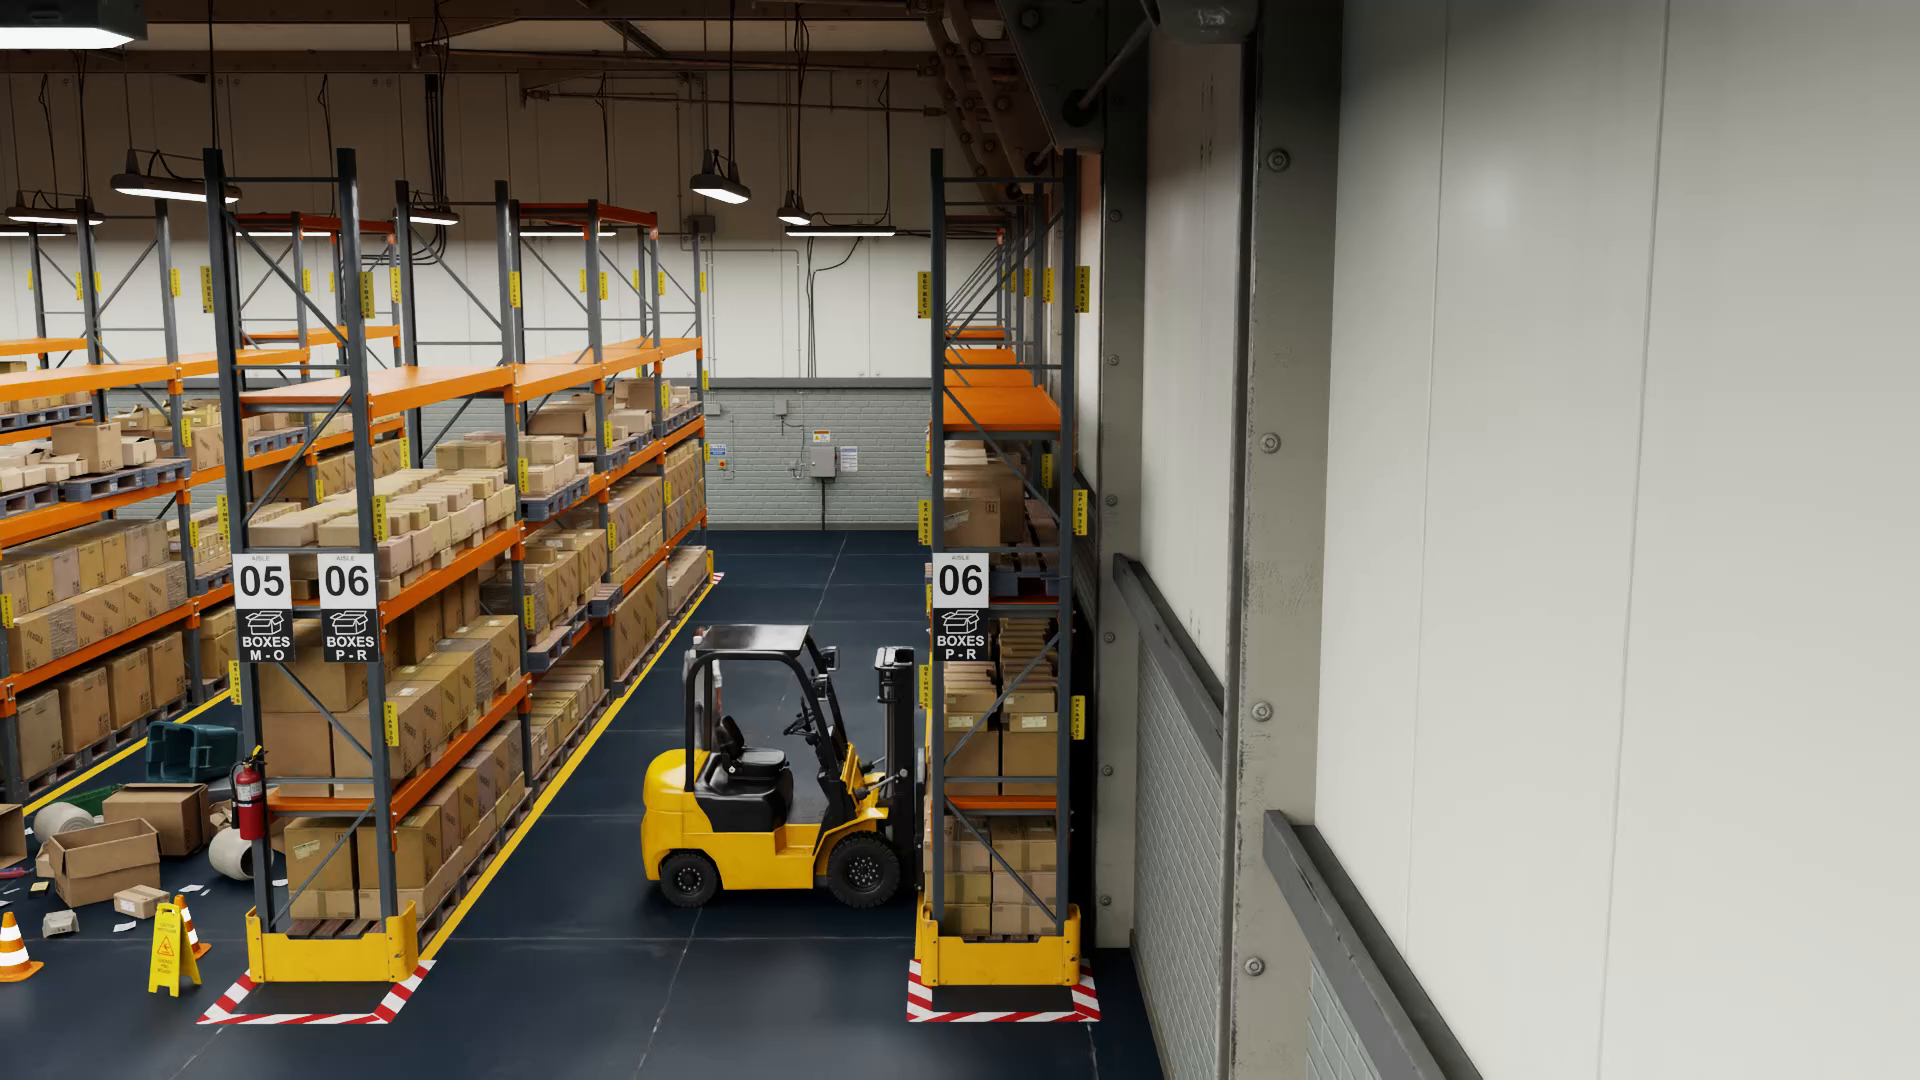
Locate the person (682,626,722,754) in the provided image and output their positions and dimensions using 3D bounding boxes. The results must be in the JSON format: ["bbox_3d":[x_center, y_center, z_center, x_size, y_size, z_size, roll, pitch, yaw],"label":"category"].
[{"bbox_3d":[-2.653,1.679,17.177,0.454,1.579,0.893,0,9,0],"label":"person"}]
